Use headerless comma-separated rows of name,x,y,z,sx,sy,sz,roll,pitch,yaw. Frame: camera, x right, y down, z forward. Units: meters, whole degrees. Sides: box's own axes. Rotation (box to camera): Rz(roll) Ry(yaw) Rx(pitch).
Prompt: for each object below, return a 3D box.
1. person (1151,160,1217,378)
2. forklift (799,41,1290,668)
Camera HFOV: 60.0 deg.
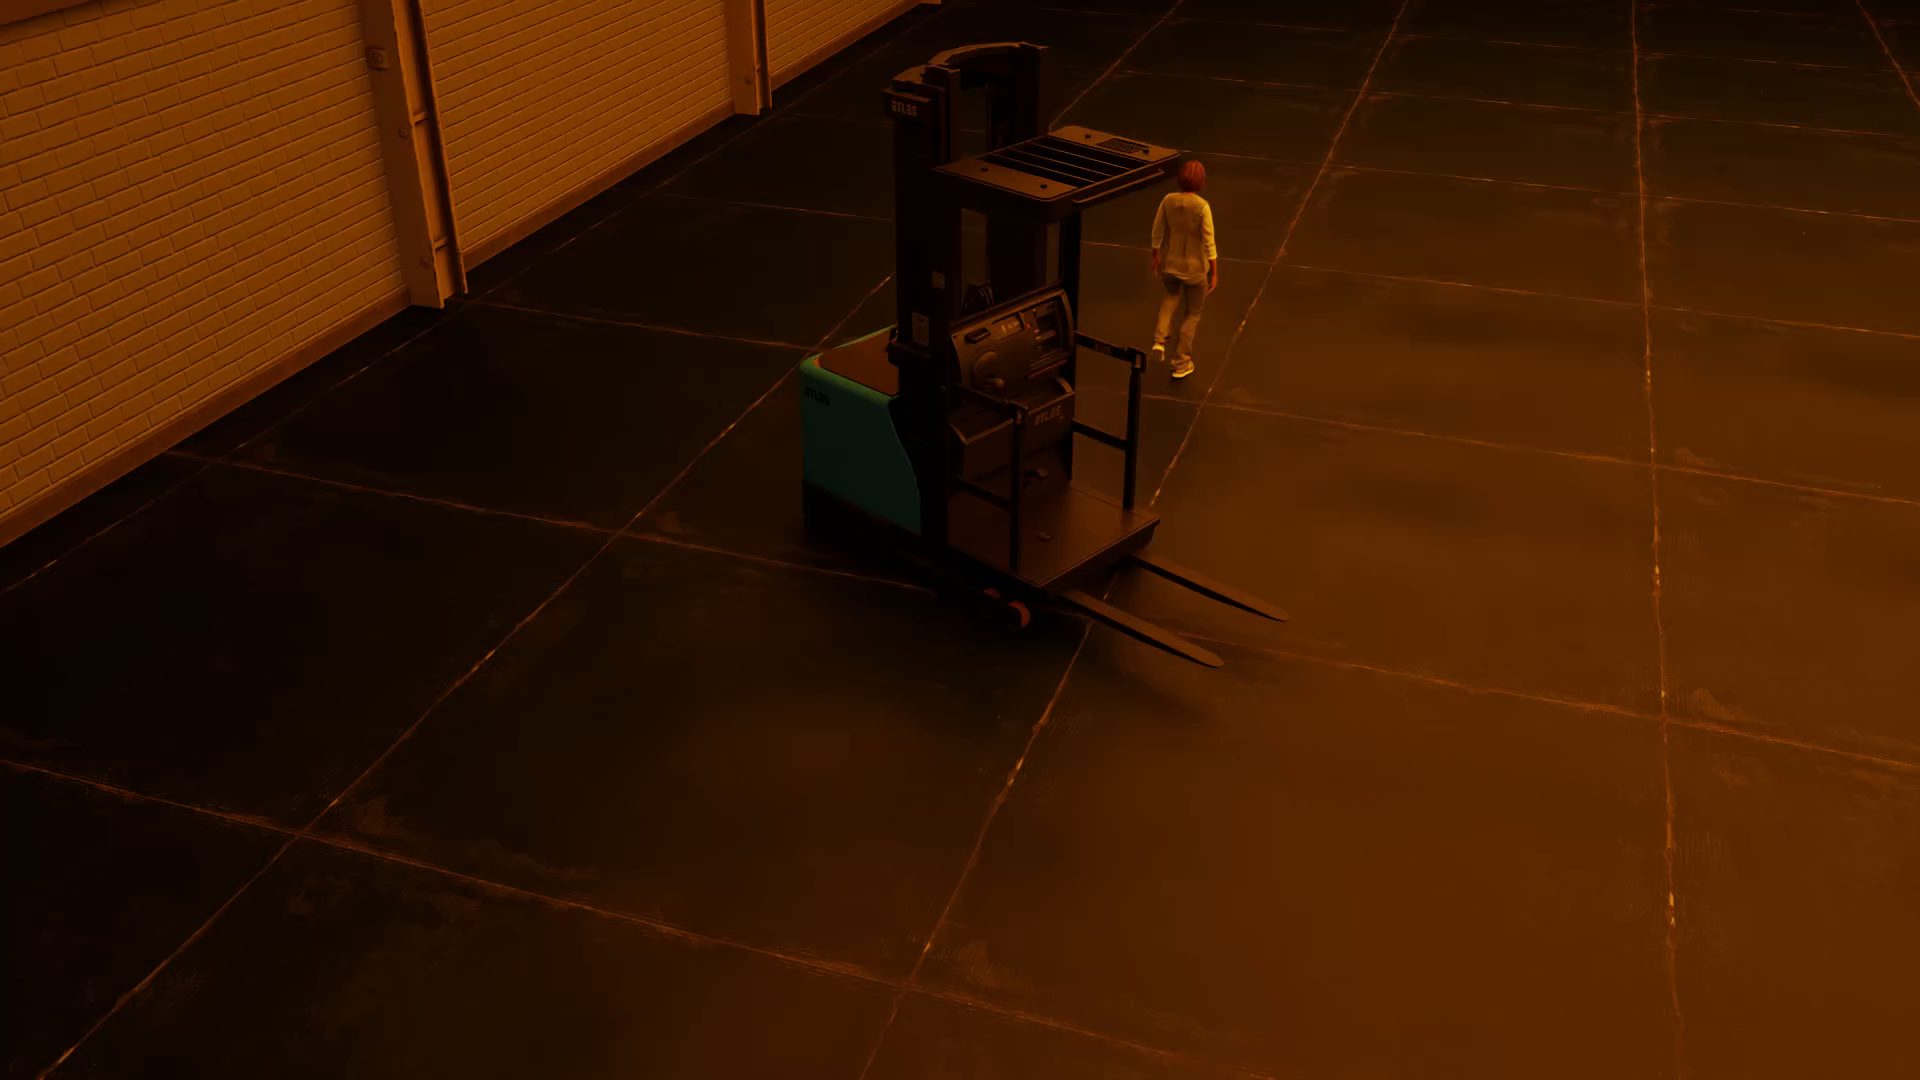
person,1.622,-1.954,11.934,0.534,1.578,0.427,17,34,27
forklift,0.449,-1.062,9.000,3.031,2.935,1.130,25,38,37
